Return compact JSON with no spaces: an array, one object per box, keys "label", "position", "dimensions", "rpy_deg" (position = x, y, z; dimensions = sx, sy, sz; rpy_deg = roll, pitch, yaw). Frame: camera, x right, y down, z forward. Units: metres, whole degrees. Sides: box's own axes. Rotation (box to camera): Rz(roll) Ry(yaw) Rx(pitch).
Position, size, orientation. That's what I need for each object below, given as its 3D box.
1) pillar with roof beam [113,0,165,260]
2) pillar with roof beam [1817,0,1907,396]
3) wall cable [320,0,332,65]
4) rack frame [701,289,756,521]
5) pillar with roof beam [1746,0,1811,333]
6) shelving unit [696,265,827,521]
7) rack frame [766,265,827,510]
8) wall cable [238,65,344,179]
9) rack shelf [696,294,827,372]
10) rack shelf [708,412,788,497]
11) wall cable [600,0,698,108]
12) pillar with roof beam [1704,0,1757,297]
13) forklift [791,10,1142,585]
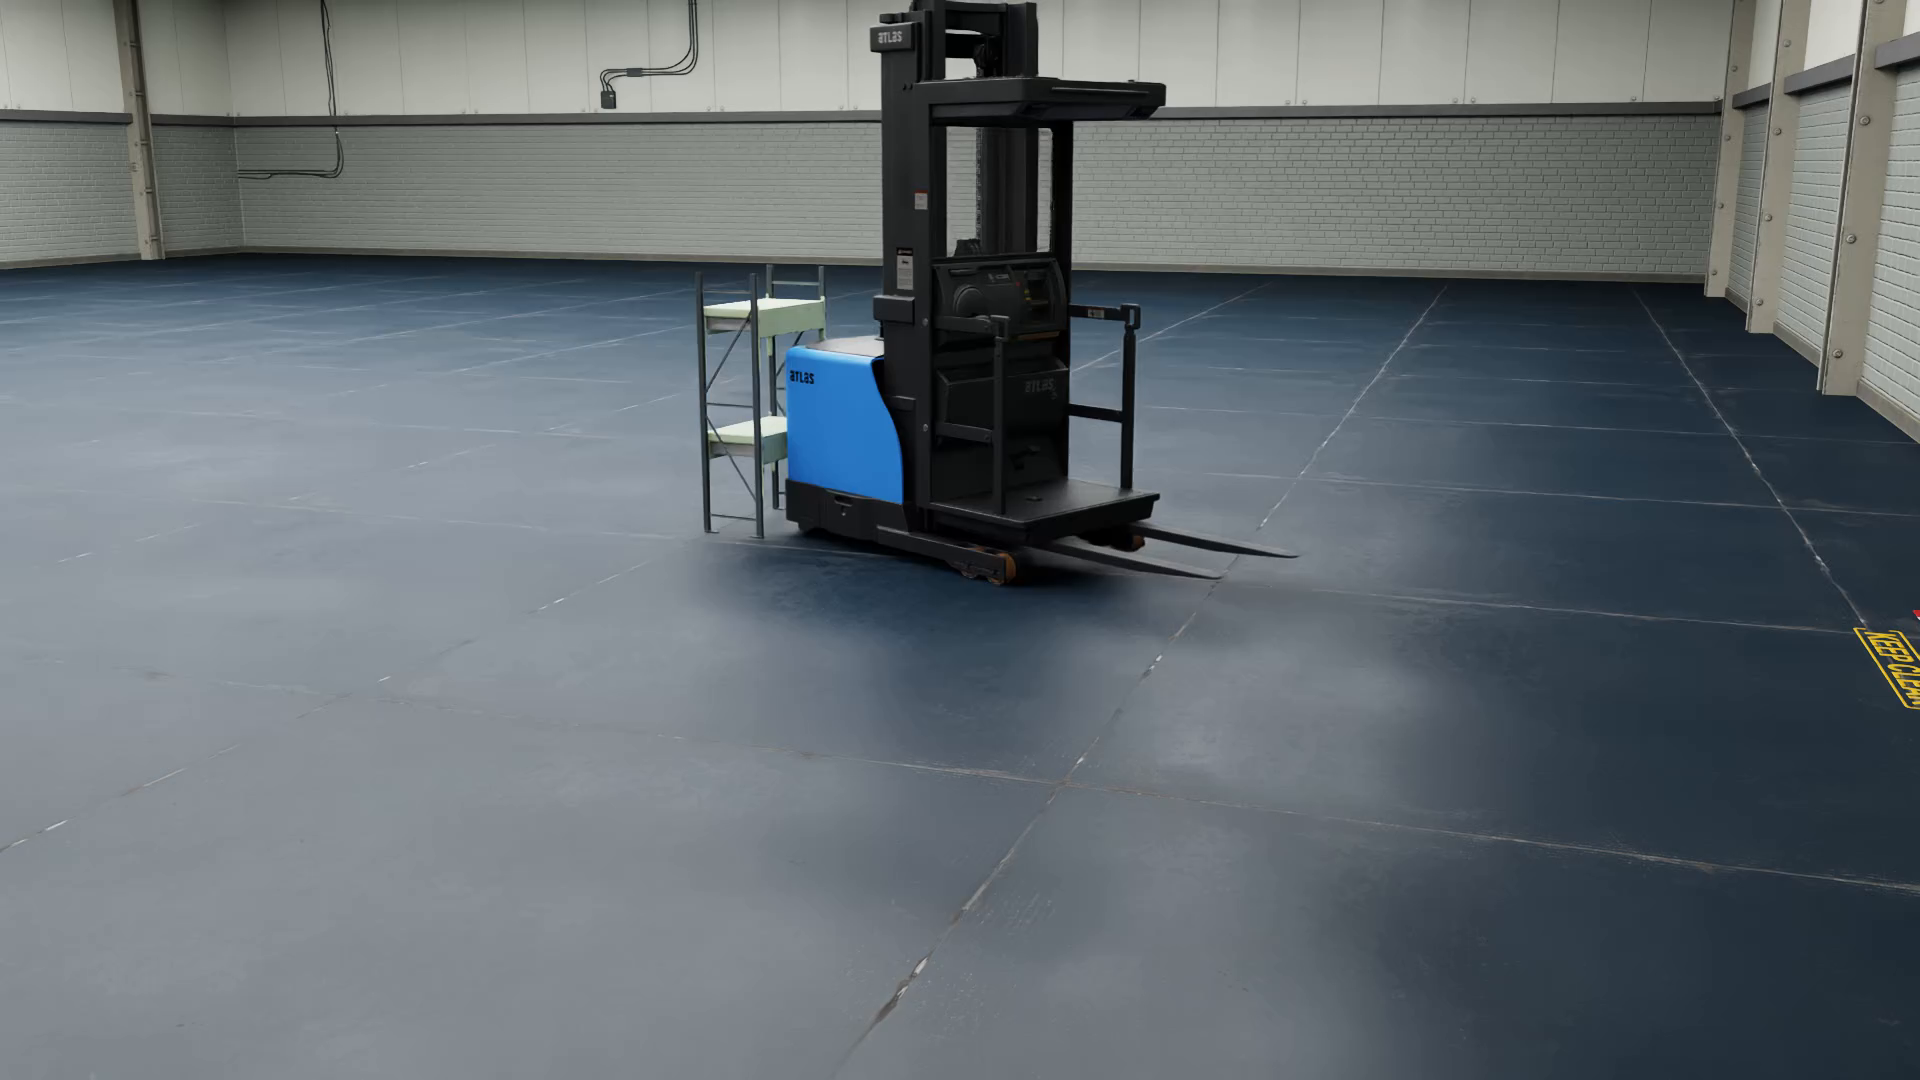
[{"label":"pillar with roof beam","position":[-13.653,-10.249,34.167],"dimensions":[9.100,9.000,0.400],"rpy_deg":[4,14,18]},{"label":"pillar with roof beam","position":[4.123,-6.074,15.877],"dimensions":[9.100,9.000,0.400],"rpy_deg":[4,14,18]},{"label":"wall cable","position":[-12.963,-11.837,36.756],"dimensions":[3.097,2.526,0.112],"rpy_deg":[4,14,18]},{"label":"rack frame","position":[-1.310,-0.761,9.452],"dimensions":[0.380,1.308,0.010],"rpy_deg":[6,14,26]},{"label":"pillar with roof beam","position":[6.064,-7.337,21.412],"dimensions":[9.100,9.000,0.400],"rpy_deg":[4,14,18]},{"label":"shelving unit","position":[-1.143,-0.834,9.773],"dimensions":[0.431,1.500,0.748],"rpy_deg":[6,14,26]},{"label":"rack frame","position":[-0.981,-0.907,10.089],"dimensions":[0.400,1.500,0.023],"rpy_deg":[6,14,26]},{"label":"wall cable","position":[-15.522,-9.570,38.171],"dimensions":[3.097,2.526,0.112],"rpy_deg":[4,14,18]},{"label":"rack shelf","position":[-1.145,-1.214,9.684],"dimensions":[0.431,0.370,0.720],"rpy_deg":[6,14,26]},{"label":"rack shelf","position":[-1.145,-0.516,9.843],"dimensions":[0.431,0.370,0.720],"rpy_deg":[6,14,26]},{"label":"wall cable","position":[-6.545,-12.055,34.438],"dimensions":[2.305,6.003,0.169],"rpy_deg":[4,14,18]},{"label":"pillar with roof beam","position":[8.005,-8.601,26.946],"dimensions":[9.100,9.000,0.400],"rpy_deg":[4,14,18]},{"label":"forklift","position":[-10.816,-0.985,7.361],"dimensions":[19.117,2.867,14.418],"rpy_deg":[-12,18,-43]}]
